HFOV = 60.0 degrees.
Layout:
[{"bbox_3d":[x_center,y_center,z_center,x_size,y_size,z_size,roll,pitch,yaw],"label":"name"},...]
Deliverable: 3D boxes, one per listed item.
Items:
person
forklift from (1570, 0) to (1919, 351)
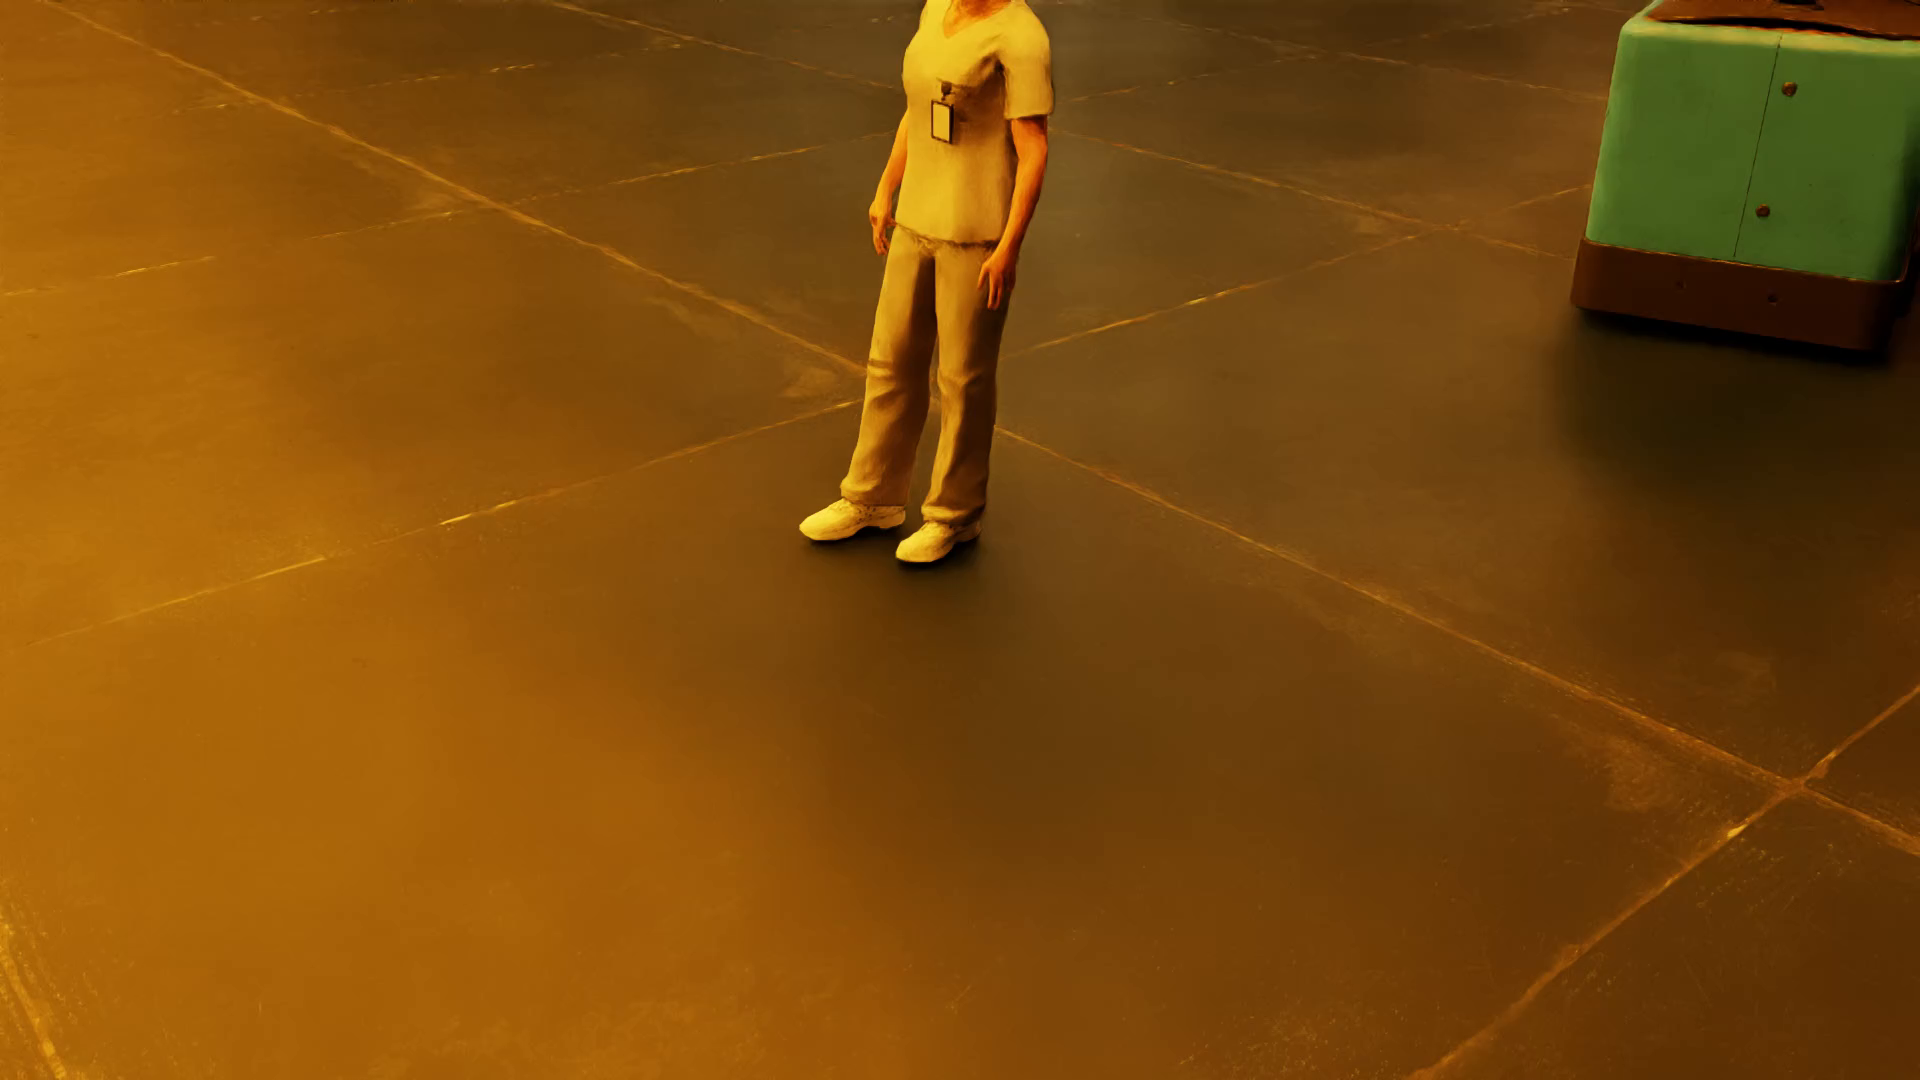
[{"bbox_3d":[-0.065,-0.741,4.092,0.548,1.674,0.550,-20,33,-35],"label":"person"},{"bbox_3d":[3.419,-2.570,6.384,1.130,2.935,3.031,14,30,27],"label":"forklift"}]
